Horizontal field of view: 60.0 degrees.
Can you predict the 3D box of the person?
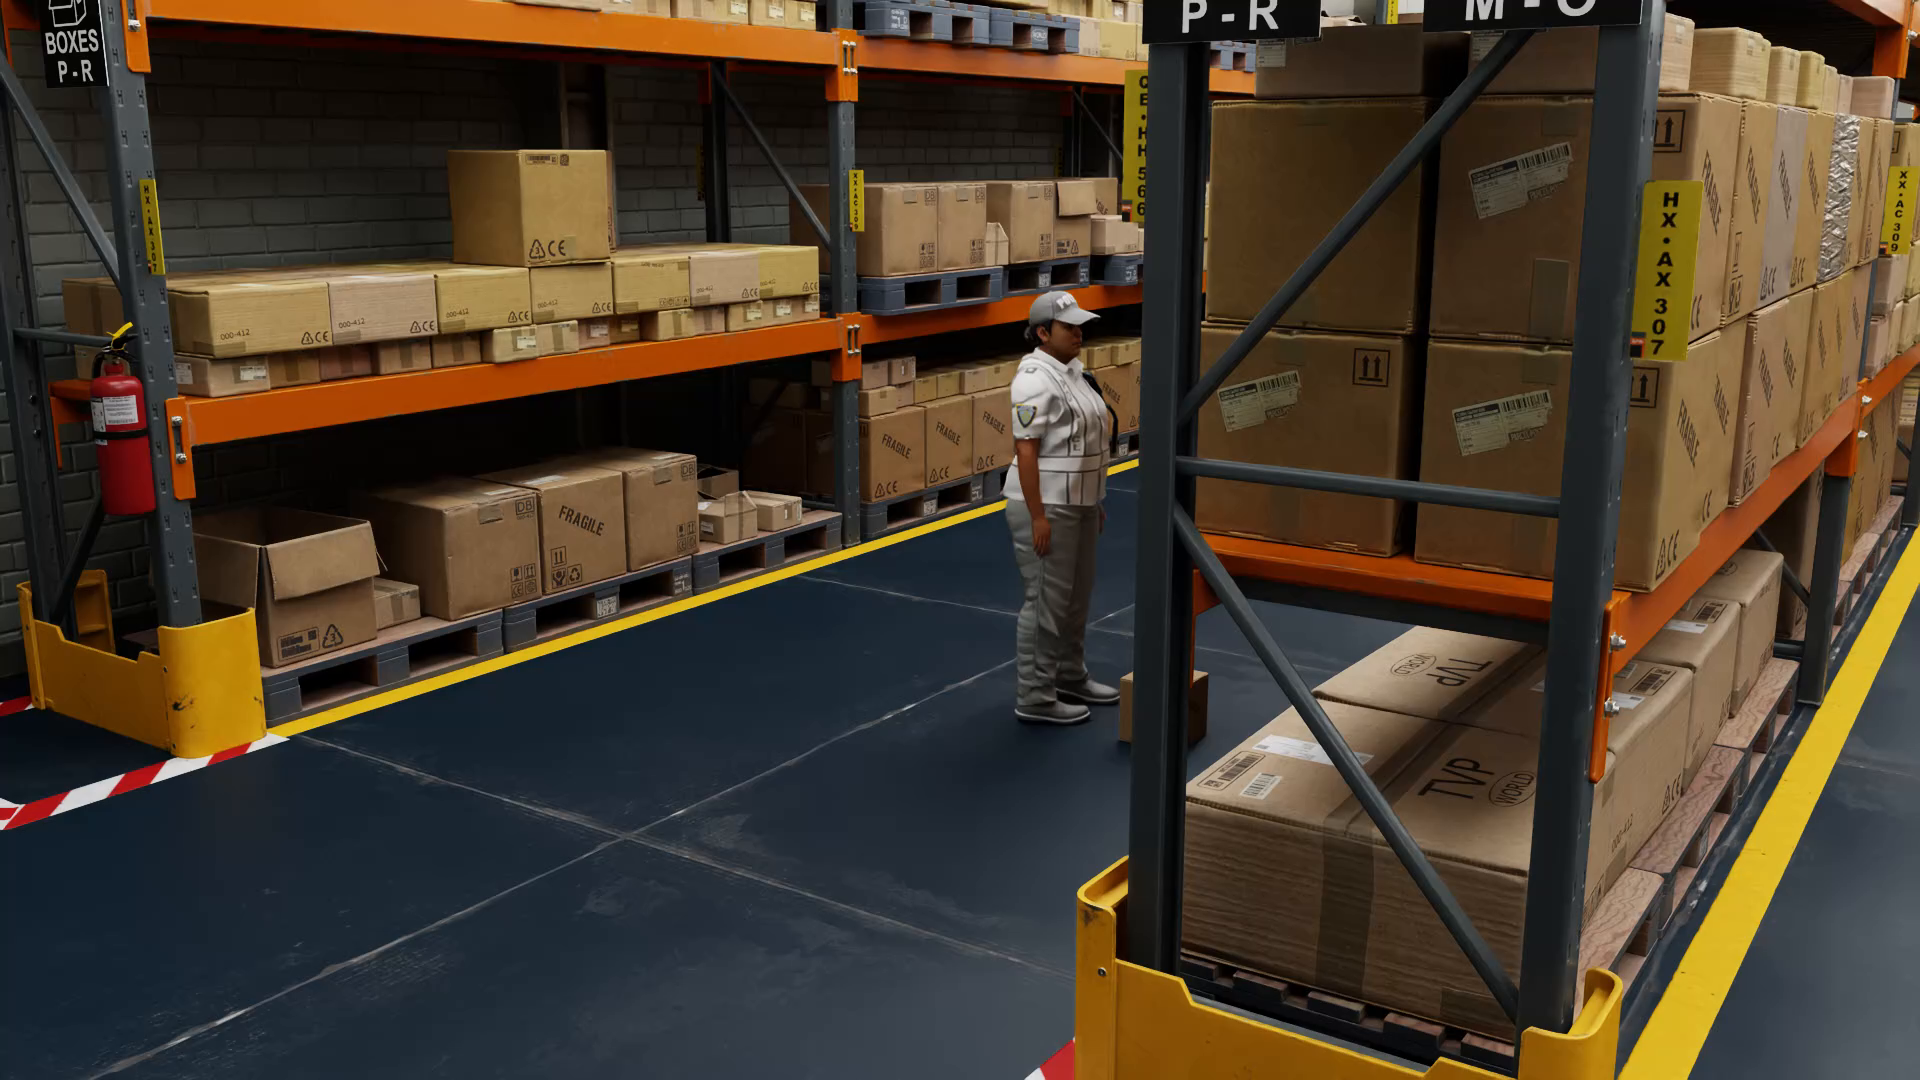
[{"bbox_3d":[0.388,-0.127,6.471,0.386,1.676,0.538,6,14,23],"label":"person"}]
